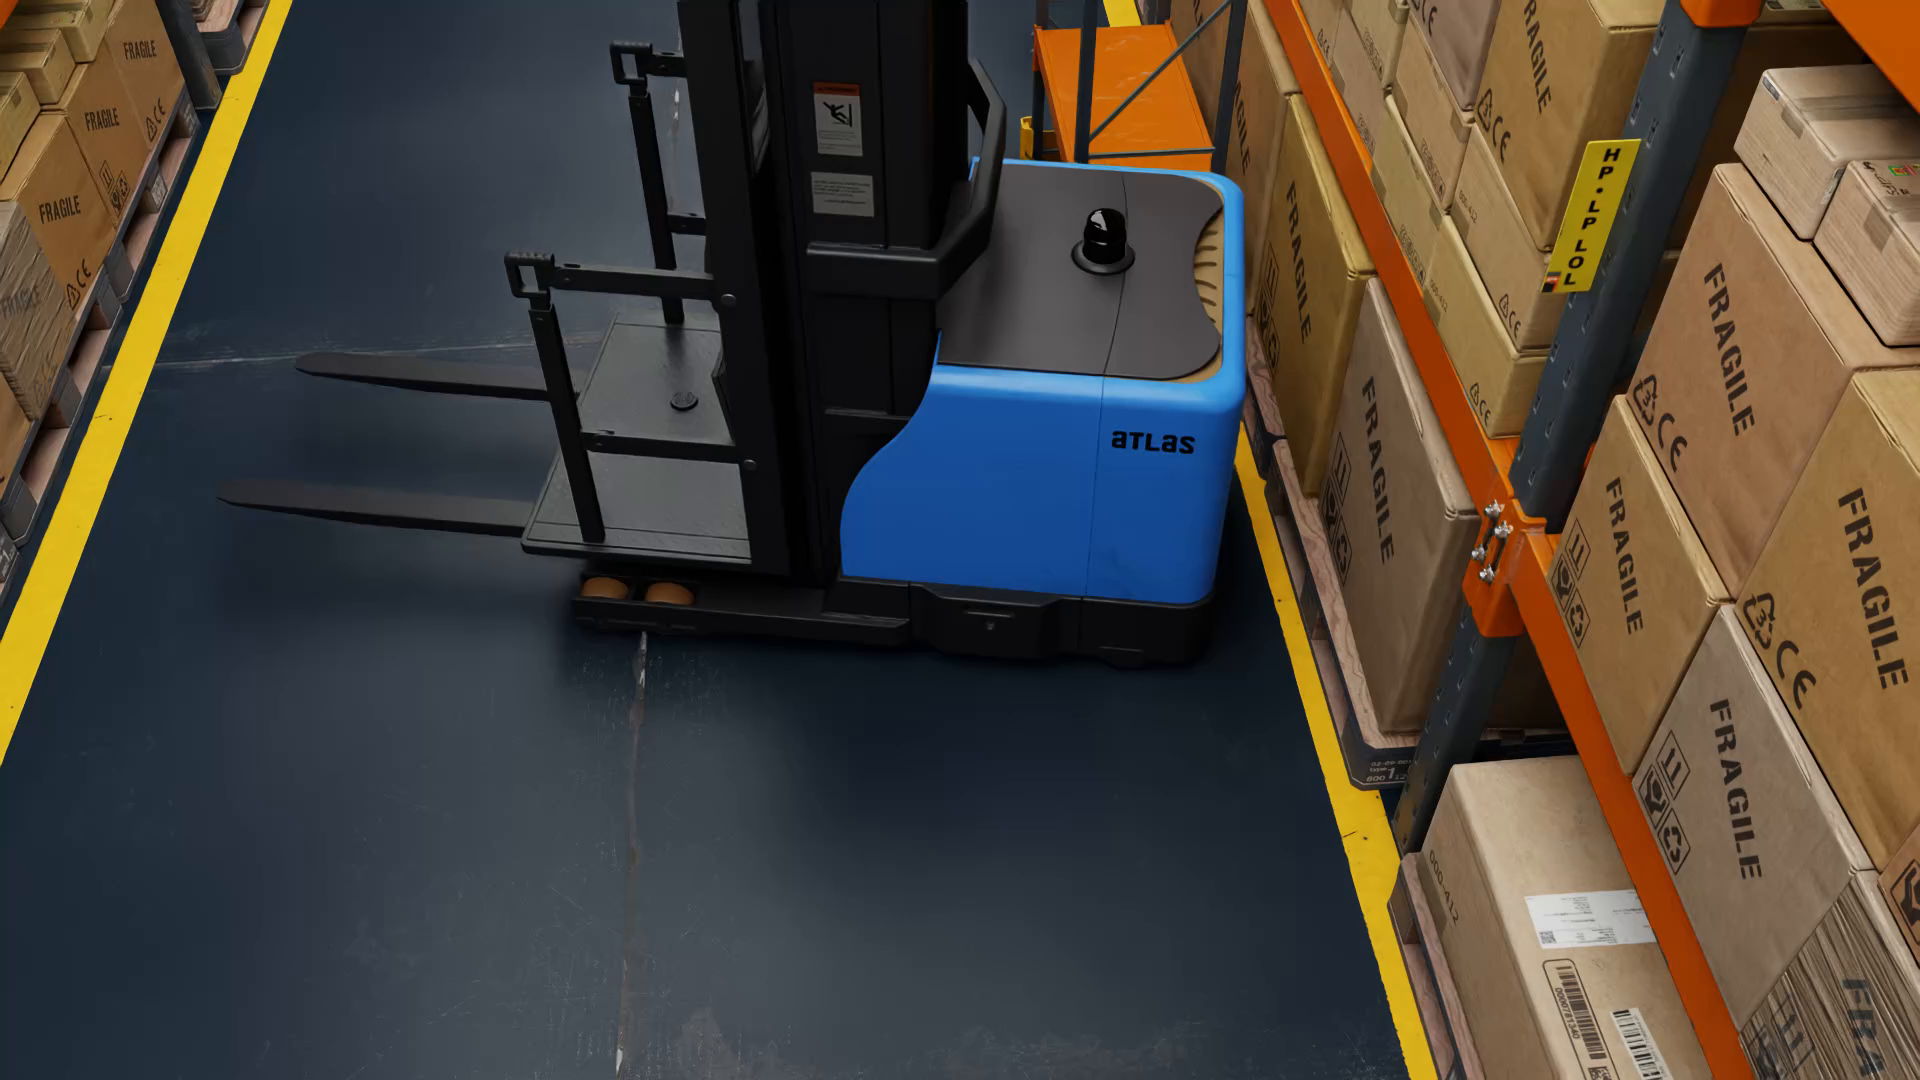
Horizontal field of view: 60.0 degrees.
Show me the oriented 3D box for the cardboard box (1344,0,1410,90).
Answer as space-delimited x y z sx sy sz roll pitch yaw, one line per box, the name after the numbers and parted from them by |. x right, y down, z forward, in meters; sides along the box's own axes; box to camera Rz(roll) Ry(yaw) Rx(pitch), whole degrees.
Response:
1.295 -1.406 4.275 0.500 0.250 0.500 -2 47 -2 | cardboard box

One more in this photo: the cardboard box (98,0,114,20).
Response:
-3.314 -2.002 6.065 0.380 0.149 0.250 -6 47 -5 | cardboard box

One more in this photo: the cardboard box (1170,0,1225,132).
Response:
1.313 -2.049 6.299 0.875 0.875 0.875 -4 47 -4 | cardboard box

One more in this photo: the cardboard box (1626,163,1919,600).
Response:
1.472 -0.265 2.677 0.500 0.500 0.500 -3 47 -3 | cardboard box

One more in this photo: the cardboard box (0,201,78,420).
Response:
-3.218 -0.712 5.291 0.500 0.500 0.500 -5 47 -5 | cardboard box

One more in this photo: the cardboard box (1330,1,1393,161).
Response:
1.320 -1.238 4.460 0.500 0.250 0.500 -5 47 -4 | cardboard box

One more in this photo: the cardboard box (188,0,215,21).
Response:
-3.646 -2.616 7.008 0.875 0.625 0.625 -2 47 -2 | cardboard box

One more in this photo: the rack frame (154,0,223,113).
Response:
-3.608 -2.836 5.870 1.000 3.000 0.127 -3 47 -3 | rack frame

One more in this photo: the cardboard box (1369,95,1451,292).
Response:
1.343 -0.872 4.113 0.500 0.250 0.500 -4 47 -4 | cardboard box

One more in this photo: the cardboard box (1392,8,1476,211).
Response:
1.345 -1.032 3.920 0.500 0.250 0.500 -2 47 -2 | cardboard box

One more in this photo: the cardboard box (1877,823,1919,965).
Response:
1.539 0.472 1.979 0.500 0.500 0.500 -3 47 -3 | cardboard box

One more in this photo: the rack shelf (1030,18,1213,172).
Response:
0.574 -1.498 5.883 0.538 0.185 1.000 -4 47 -4 | rack shelf

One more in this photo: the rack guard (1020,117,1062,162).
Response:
0.530 -1.545 6.541 0.587 0.250 0.087 -4 47 -4 | rack guard

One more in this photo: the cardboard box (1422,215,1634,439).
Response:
1.384 -0.504 3.764 0.500 0.250 0.500 -4 47 -4 | cardboard box

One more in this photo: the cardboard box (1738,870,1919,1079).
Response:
1.525 0.800 2.358 0.500 0.500 0.500 -3 47 -3 | cardboard box

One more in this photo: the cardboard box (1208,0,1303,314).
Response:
1.384 -1.403 5.687 0.875 0.875 0.875 -3 47 -3 | cardboard box

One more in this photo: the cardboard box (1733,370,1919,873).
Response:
1.508 0.101 2.331 0.500 0.500 0.500 -4 47 -4 | cardboard box

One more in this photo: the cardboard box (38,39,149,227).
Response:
-3.327 -1.465 6.004 0.500 0.500 0.500 -4 47 -4 | cardboard box

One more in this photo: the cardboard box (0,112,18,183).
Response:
-3.284 -1.239 5.343 0.380 0.149 0.250 -4 47 -4 | cardboard box

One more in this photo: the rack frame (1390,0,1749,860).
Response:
1.673 -0.246 3.417 1.000 3.000 0.127 -3 47 -3 | rack frame

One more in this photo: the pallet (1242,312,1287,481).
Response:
1.428 -0.726 5.792 1.003 0.211 1.213 -3 47 -3 | pallet

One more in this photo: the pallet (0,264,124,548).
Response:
-3.484 -0.454 5.534 1.003 0.211 1.213 -3 47 -3 | pallet

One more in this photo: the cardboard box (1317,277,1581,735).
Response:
1.542 -0.104 4.456 0.875 0.875 0.875 -2 47 -2 | cardboard box

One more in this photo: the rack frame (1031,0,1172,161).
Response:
0.528 -1.989 6.101 0.500 1.500 0.032 -4 47 -4 | rack frame

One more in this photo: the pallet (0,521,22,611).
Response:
-3.378 0.431 4.696 1.003 0.211 1.213 -3 47 -3 | pallet

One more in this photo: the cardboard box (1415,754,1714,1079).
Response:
1.619 0.951 3.758 0.875 0.438 0.875 -4 47 -4 | cardboard box

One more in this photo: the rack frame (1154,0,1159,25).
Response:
1.338 -3.140 6.158 1.000 3.000 0.127 -3 47 -3 | rack frame

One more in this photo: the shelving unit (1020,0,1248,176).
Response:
0.575 -1.615 5.746 0.587 1.500 1.083 -4 47 -4 | shelving unit

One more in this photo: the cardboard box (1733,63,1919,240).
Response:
1.441 -0.603 2.551 0.380 0.149 0.250 -4 47 -4 | cardboard box

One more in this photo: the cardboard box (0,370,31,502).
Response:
-3.181 -0.336 4.935 0.500 0.500 0.500 -5 47 -4 | cardboard box

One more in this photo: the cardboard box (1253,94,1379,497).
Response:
1.458 -0.757 5.075 0.875 0.875 0.875 -2 47 -2 | cardboard box

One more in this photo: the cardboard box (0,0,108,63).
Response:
-3.260 -1.806 5.880 0.380 0.149 0.250 -6 47 -5 | cardboard box

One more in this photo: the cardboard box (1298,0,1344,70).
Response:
1.272 -1.612 4.814 0.500 0.250 0.500 -3 47 -3 | cardboard box

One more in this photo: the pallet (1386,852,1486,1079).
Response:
1.659 1.268 3.904 1.003 0.211 1.213 -3 47 -3 | pallet

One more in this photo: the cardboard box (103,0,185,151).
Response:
-3.358 -1.828 6.347 0.500 0.500 0.500 -2 47 -2 | cardboard box

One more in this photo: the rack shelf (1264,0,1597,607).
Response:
1.506 -1.446 5.049 1.077 0.370 4.000 -3 47 -3 | rack shelf

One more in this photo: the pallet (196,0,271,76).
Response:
-3.638 -2.475 7.448 1.003 0.211 1.213 -3 47 -3 | pallet

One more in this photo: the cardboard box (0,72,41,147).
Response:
-3.305 -1.419 5.514 0.380 0.149 0.250 -2 47 -2 | cardboard box

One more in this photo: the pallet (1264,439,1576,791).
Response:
1.534 0.159 4.954 1.003 0.211 1.213 -3 47 -3 | pallet

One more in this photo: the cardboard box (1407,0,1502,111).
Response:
1.335 -1.306 3.664 0.500 0.500 0.500 -3 47 -3 | cardboard box

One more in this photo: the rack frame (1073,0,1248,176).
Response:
0.620 -1.254 5.404 0.500 1.500 0.032 -4 47 -4 | rack frame

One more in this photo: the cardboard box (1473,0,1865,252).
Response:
1.386 -0.932 3.309 0.500 0.500 0.500 -2 47 -2 | cardboard box

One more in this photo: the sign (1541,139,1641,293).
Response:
1.133 -0.577 2.988 0.100 0.325 0.005 -3 47 -3 | sign

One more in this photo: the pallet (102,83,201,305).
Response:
-3.583 -1.334 6.368 1.003 0.211 1.213 -3 47 -3 | pallet

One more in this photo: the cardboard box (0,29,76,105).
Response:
-3.282 -1.613 5.697 0.380 0.149 0.250 -5 47 -5 | cardboard box

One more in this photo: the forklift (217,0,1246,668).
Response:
-0.725 -1.100 4.273 3.031 2.935 1.130 5 47 5 | forklift

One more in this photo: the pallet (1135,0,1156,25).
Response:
1.274 -2.747 7.706 1.003 0.211 1.213 -3 47 -3 | pallet

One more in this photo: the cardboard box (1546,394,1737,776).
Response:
1.452 0.075 3.044 0.500 0.500 0.500 -2 47 -2 | cardboard box

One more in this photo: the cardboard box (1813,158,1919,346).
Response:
1.479 -0.419 2.376 0.380 0.149 0.250 -3 47 -3 | cardboard box

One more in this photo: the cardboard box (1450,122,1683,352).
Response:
1.394 -0.671 3.578 0.500 0.250 0.500 -4 47 -3 | cardboard box

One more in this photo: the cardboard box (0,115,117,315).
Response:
-3.280 -1.086 5.645 0.500 0.500 0.500 -2 47 -2 | cardboard box

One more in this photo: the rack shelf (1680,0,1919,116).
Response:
1.841 0.417 1.219 1.077 0.370 4.000 -3 47 -3 | rack shelf

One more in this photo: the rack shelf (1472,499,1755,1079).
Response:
1.841 1.448 2.308 1.077 0.370 4.000 -3 47 -3 | rack shelf

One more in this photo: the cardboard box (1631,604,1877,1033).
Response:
1.490 0.439 2.699 0.500 0.500 0.500 -3 47 -3 | cardboard box

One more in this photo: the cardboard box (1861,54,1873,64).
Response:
1.923 -0.960 3.336 0.500 0.500 0.500 -3 47 -3 | cardboard box
